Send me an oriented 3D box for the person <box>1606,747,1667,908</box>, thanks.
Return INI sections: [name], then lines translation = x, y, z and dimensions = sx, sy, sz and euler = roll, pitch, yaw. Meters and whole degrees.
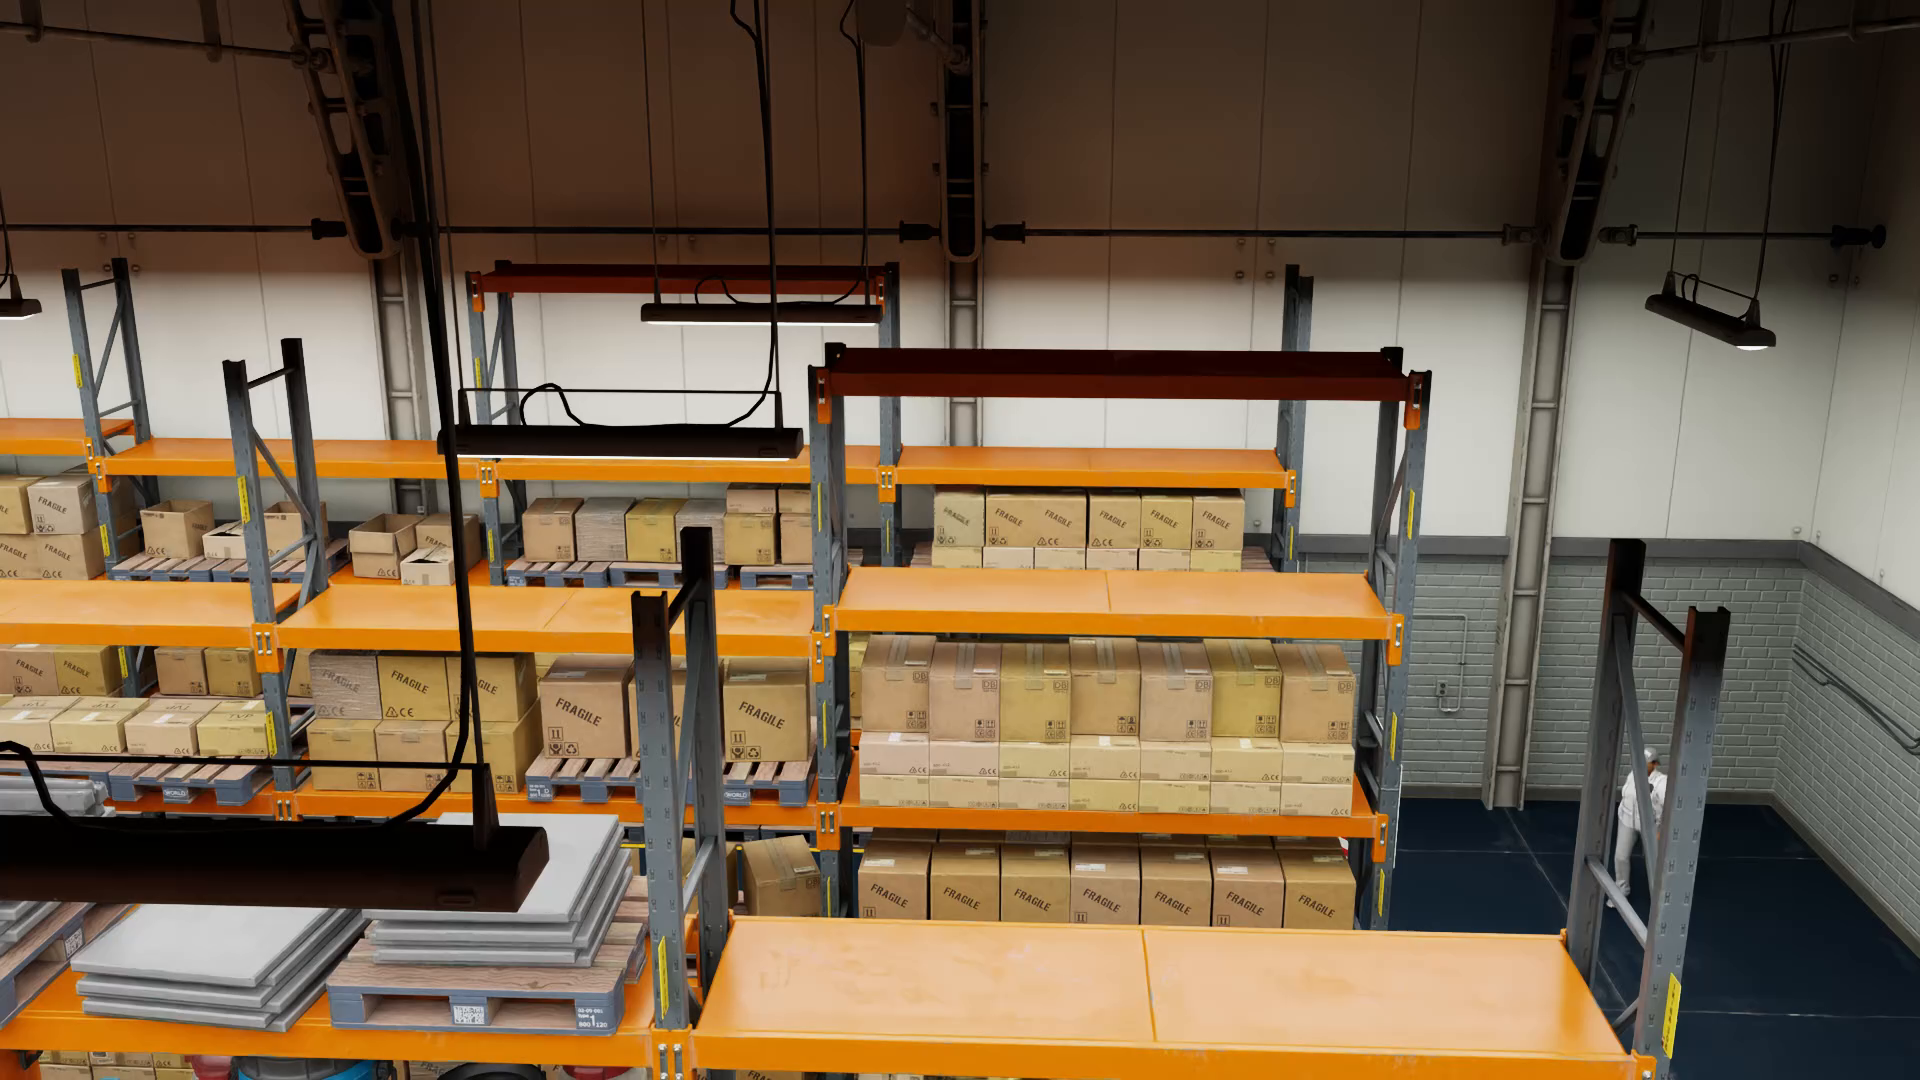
[person]
translation = 6.681, 2.747, 16.186
dimensions = 0.496, 1.626, 0.806
euler = 14, 21, 39
